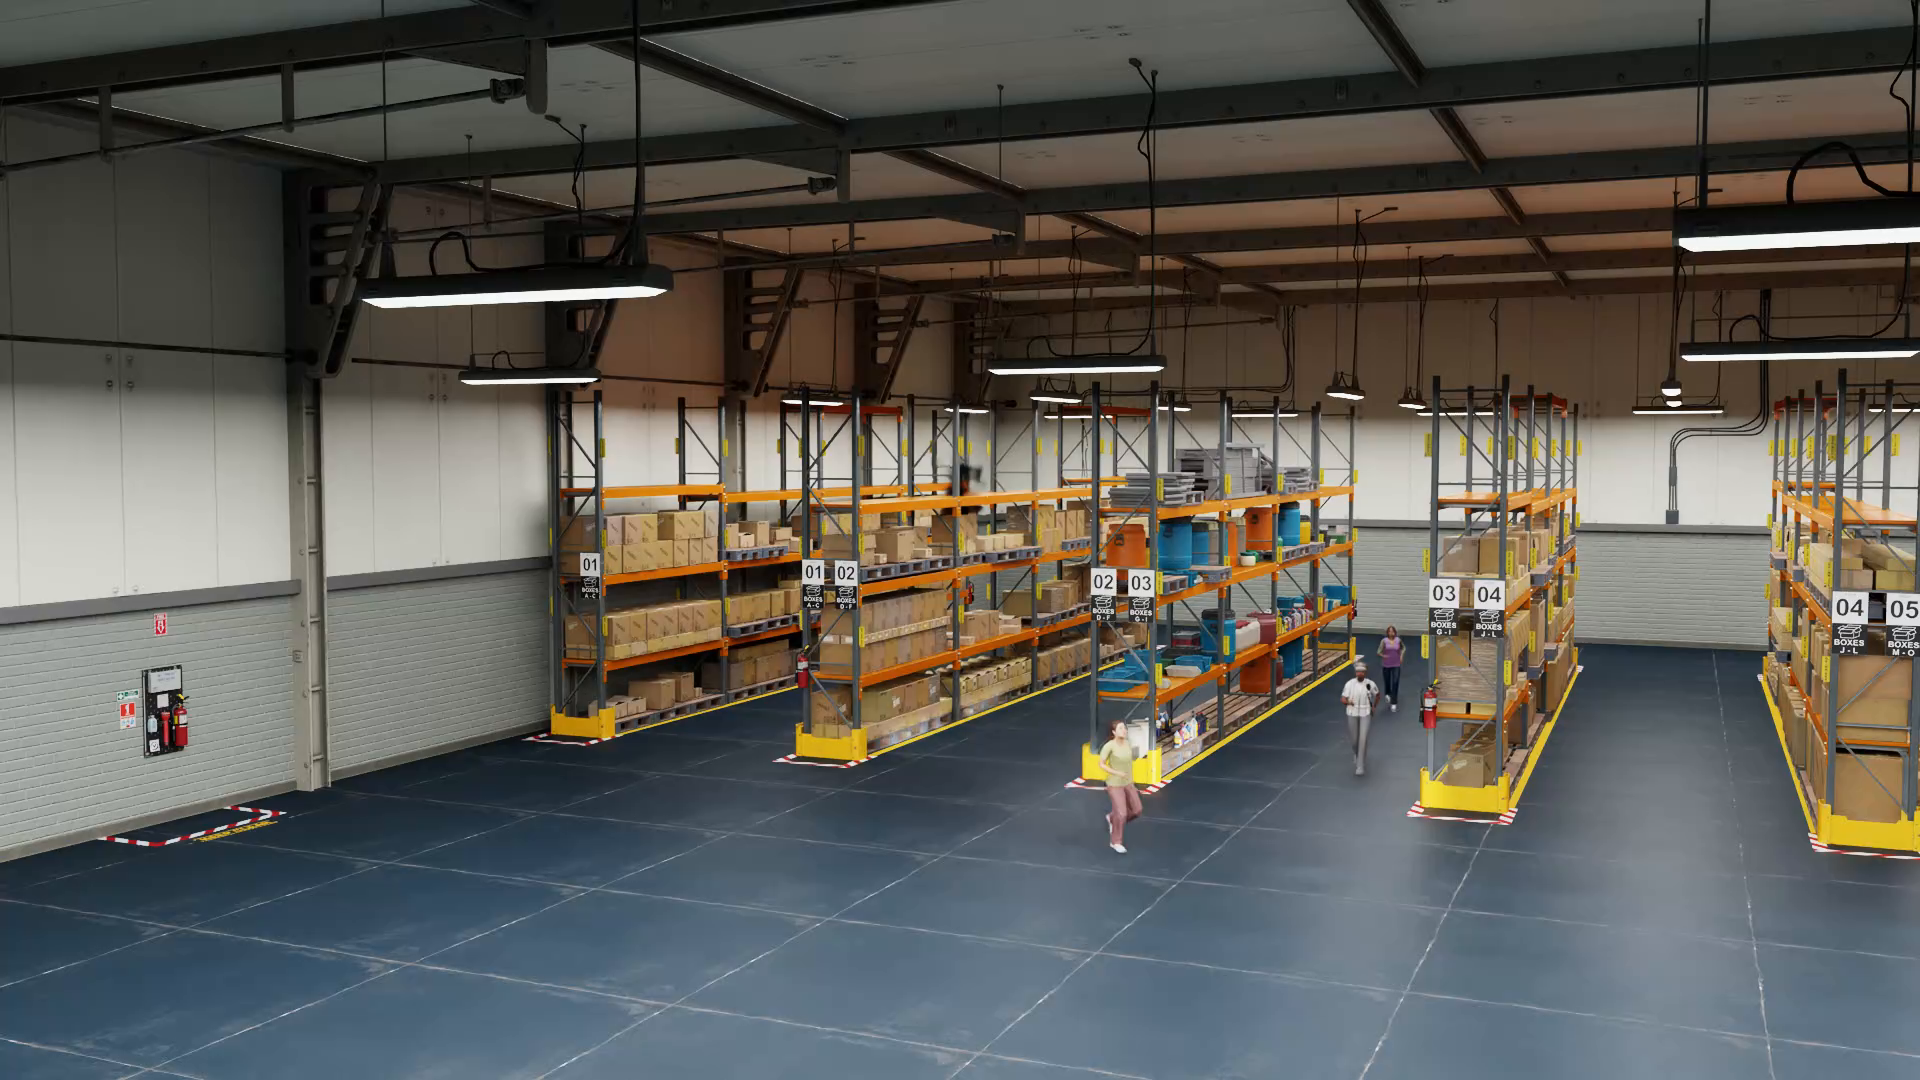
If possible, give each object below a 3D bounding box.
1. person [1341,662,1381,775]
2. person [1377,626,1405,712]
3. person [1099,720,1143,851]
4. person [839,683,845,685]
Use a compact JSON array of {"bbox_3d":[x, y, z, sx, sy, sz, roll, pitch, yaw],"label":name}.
[{"bbox_3d":[6.167,2.713,25.638,0.586,1.685,0.891,1,3,18],"label":"person"},{"bbox_3d":[8.252,2.438,31.835,0.538,1.605,0.877,1,3,11],"label":"person"},{"bbox_3d":[1.999,3.046,20.666,0.617,1.636,0.503,-3,4,-38],"label":"person"},{"bbox_3d":[-2.046,2.411,31.346,0.665,1.685,0.593,1,3,20],"label":"person"}]
